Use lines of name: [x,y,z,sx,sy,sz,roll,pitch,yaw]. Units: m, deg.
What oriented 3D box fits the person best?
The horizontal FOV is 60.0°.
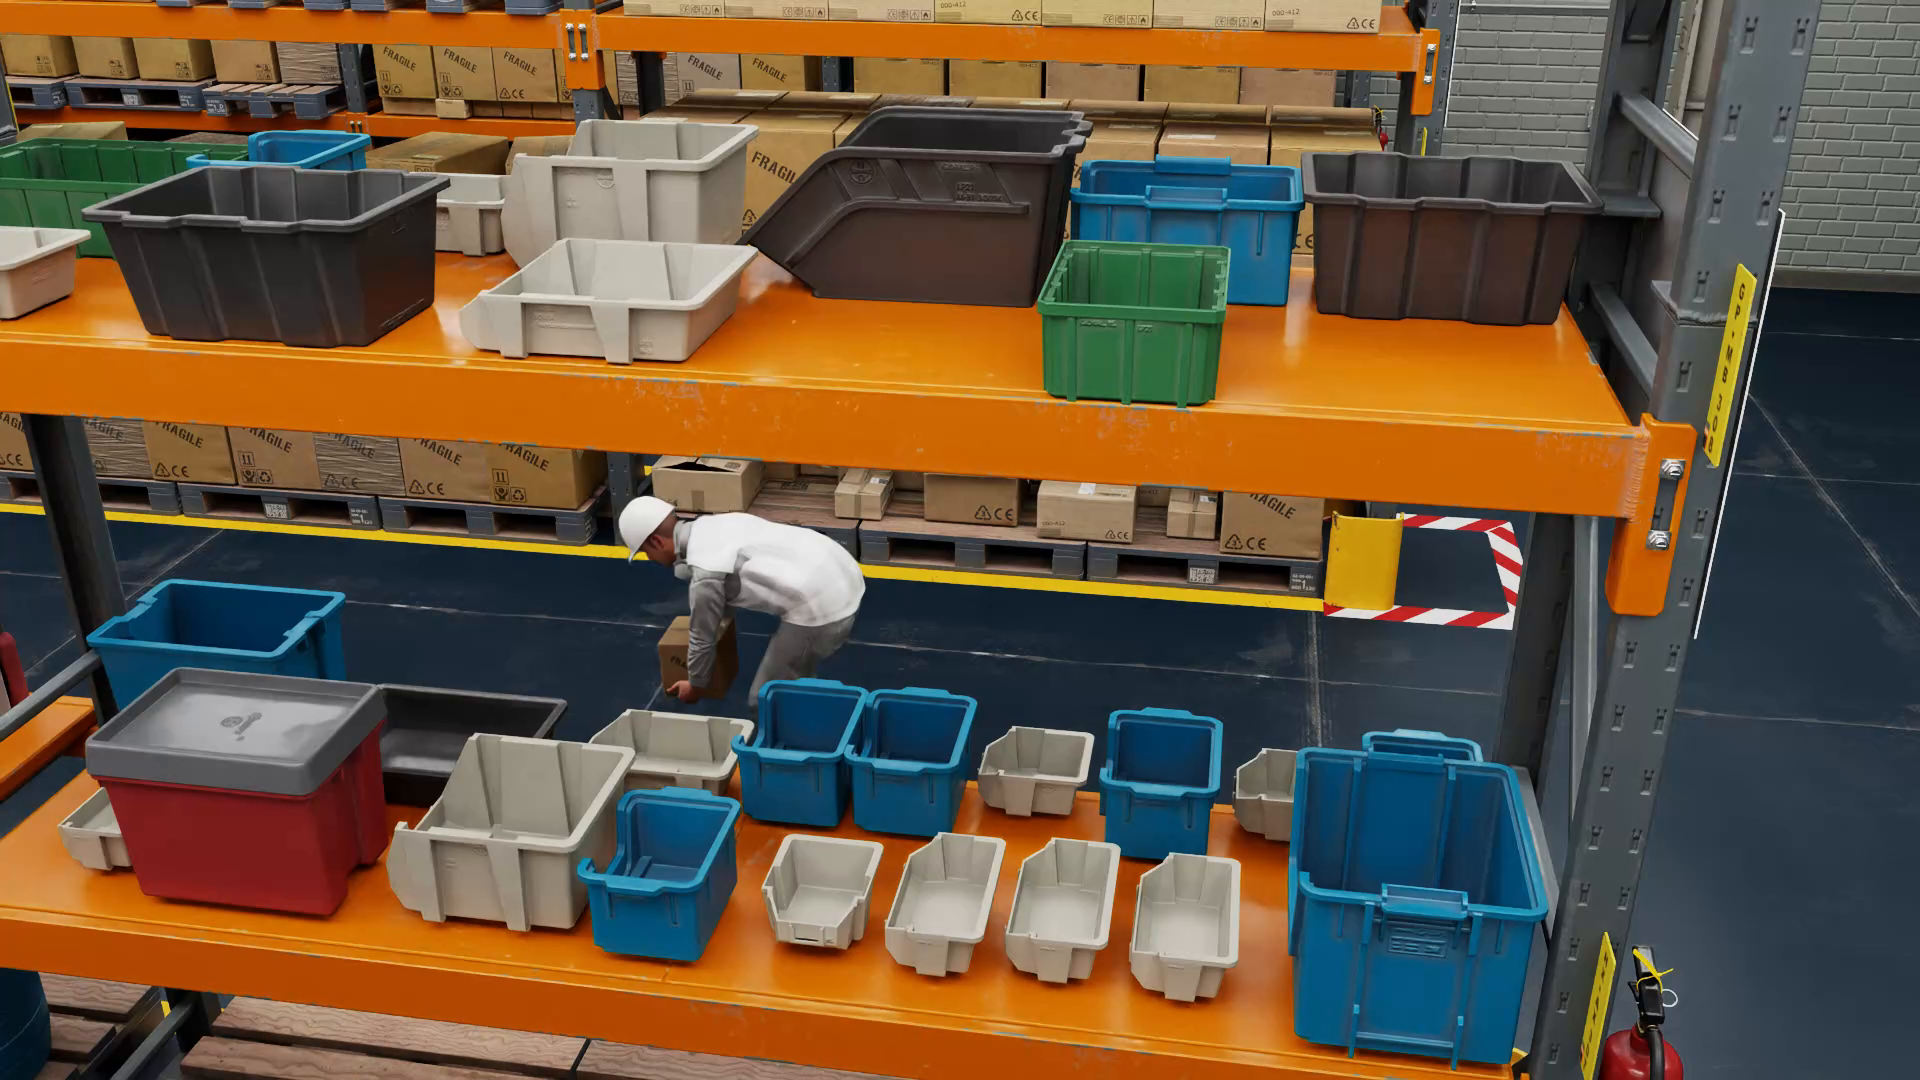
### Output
person: [-0.871,0.422,6.779,0.967,1.255,0.479,3,25,7]
